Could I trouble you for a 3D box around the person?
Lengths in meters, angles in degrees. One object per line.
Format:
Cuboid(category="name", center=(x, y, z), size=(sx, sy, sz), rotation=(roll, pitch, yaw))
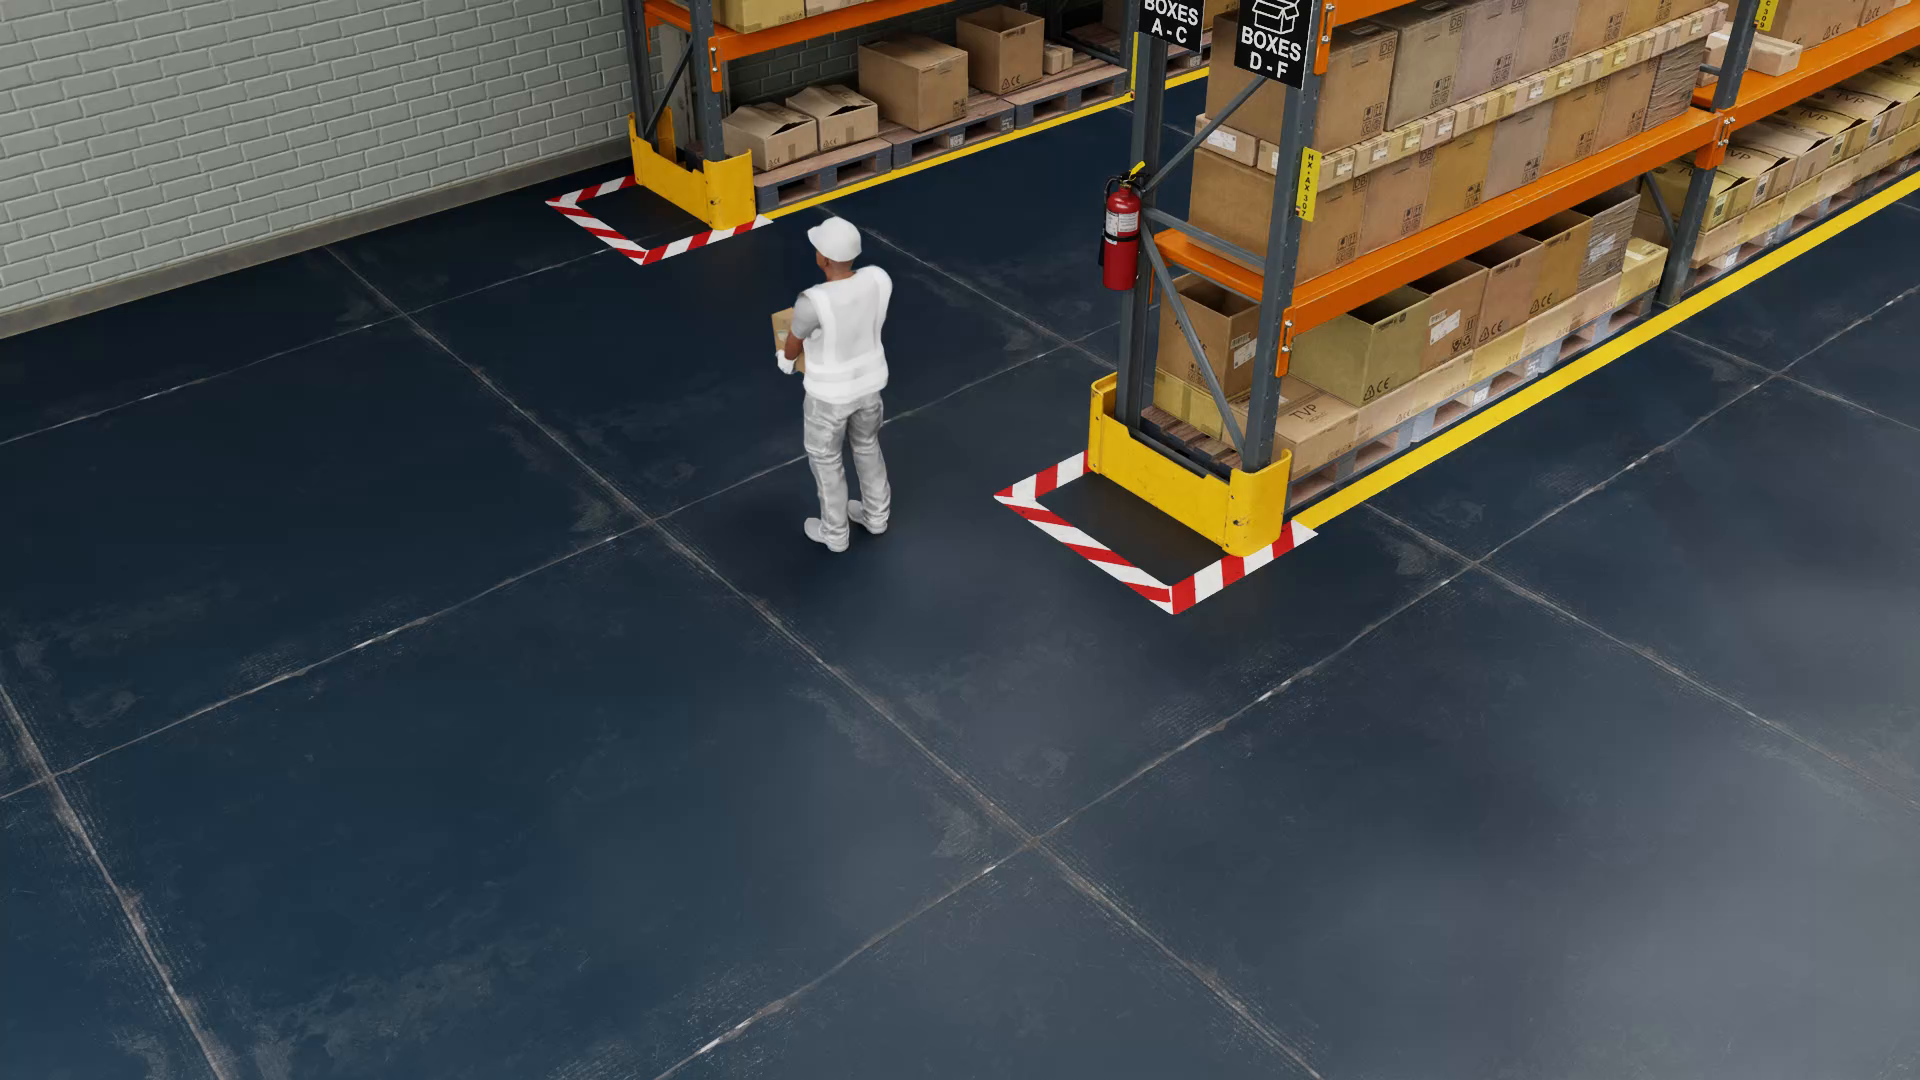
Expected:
Cuboid(category="person", center=(-0.640, -0.799, 8.178), size=(0.489, 1.781, 0.565), rotation=(-26, 43, -31))
